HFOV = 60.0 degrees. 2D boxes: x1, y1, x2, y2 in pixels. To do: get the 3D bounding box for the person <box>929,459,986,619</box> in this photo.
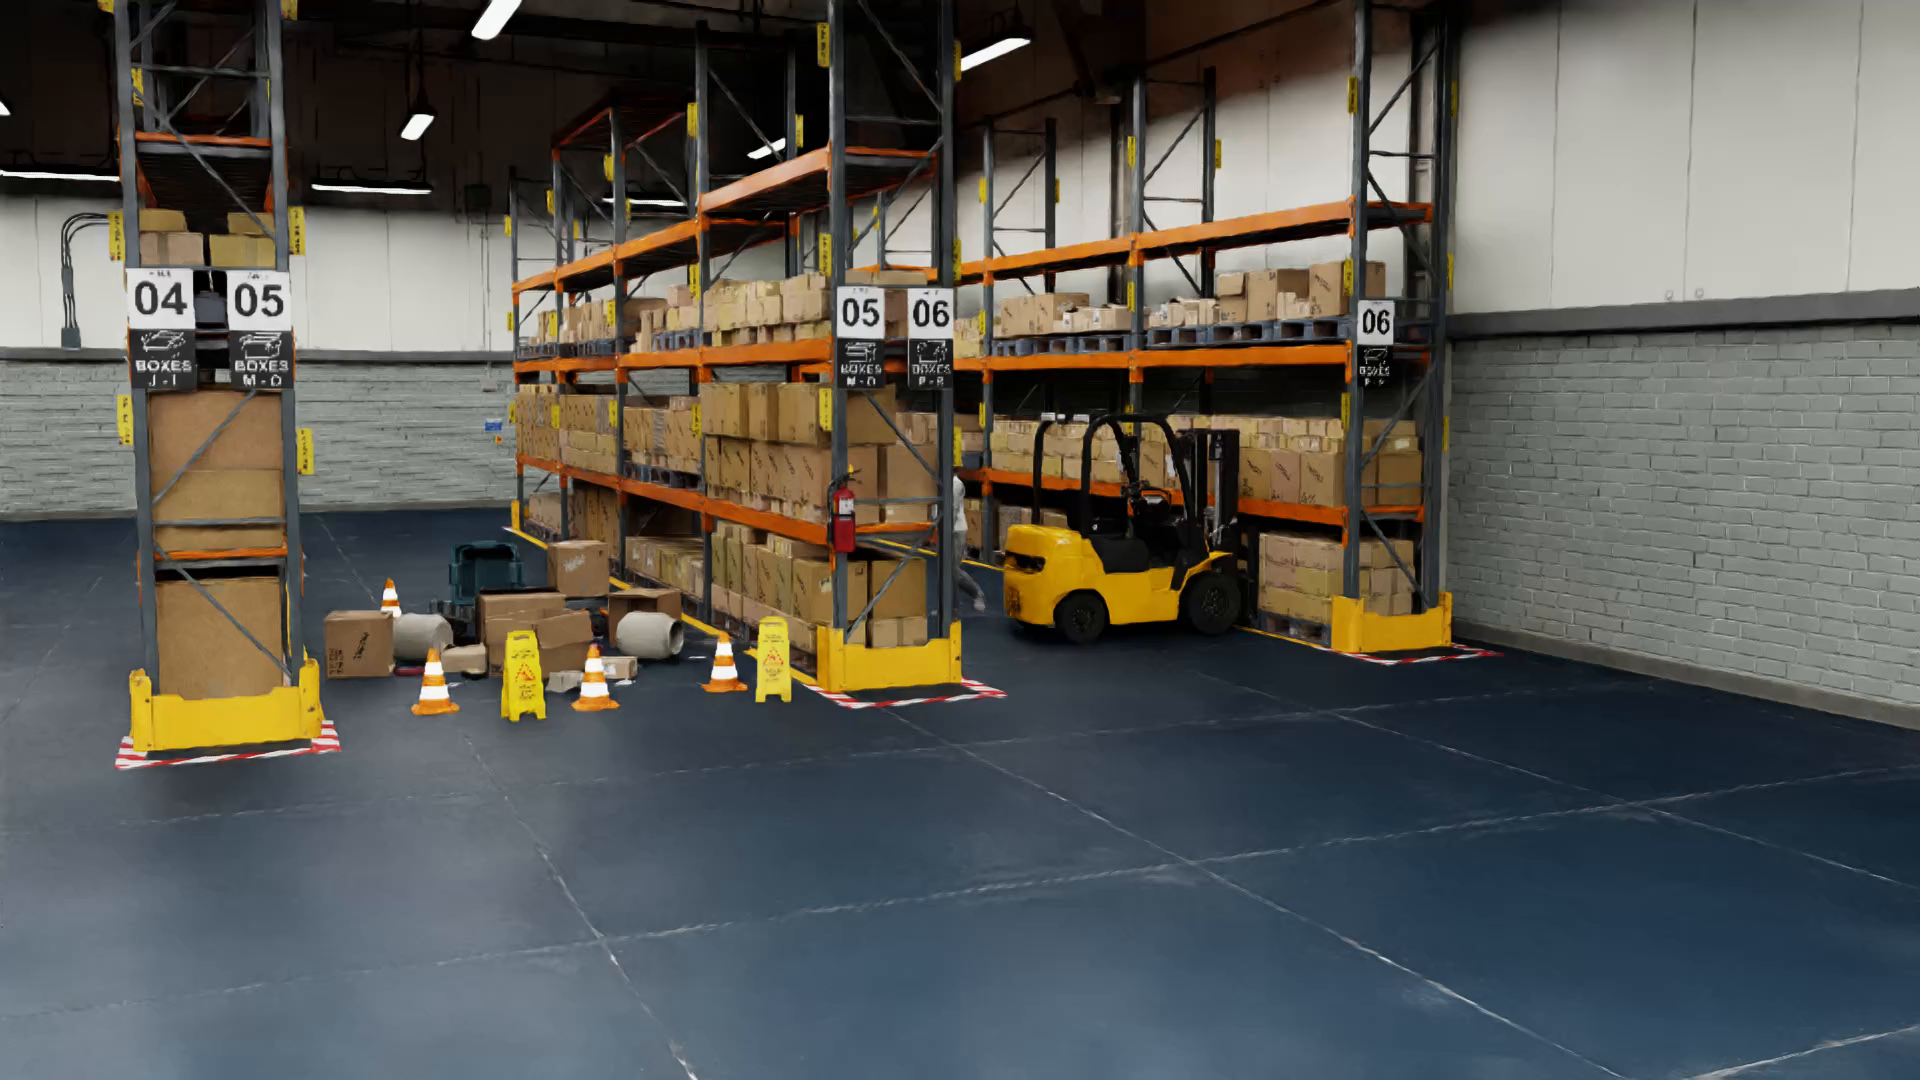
[{"bbox_3d":[-0.047,-0.058,17.433,0.604,1.738,0.608,-2,6,-17],"label":"person"}]
